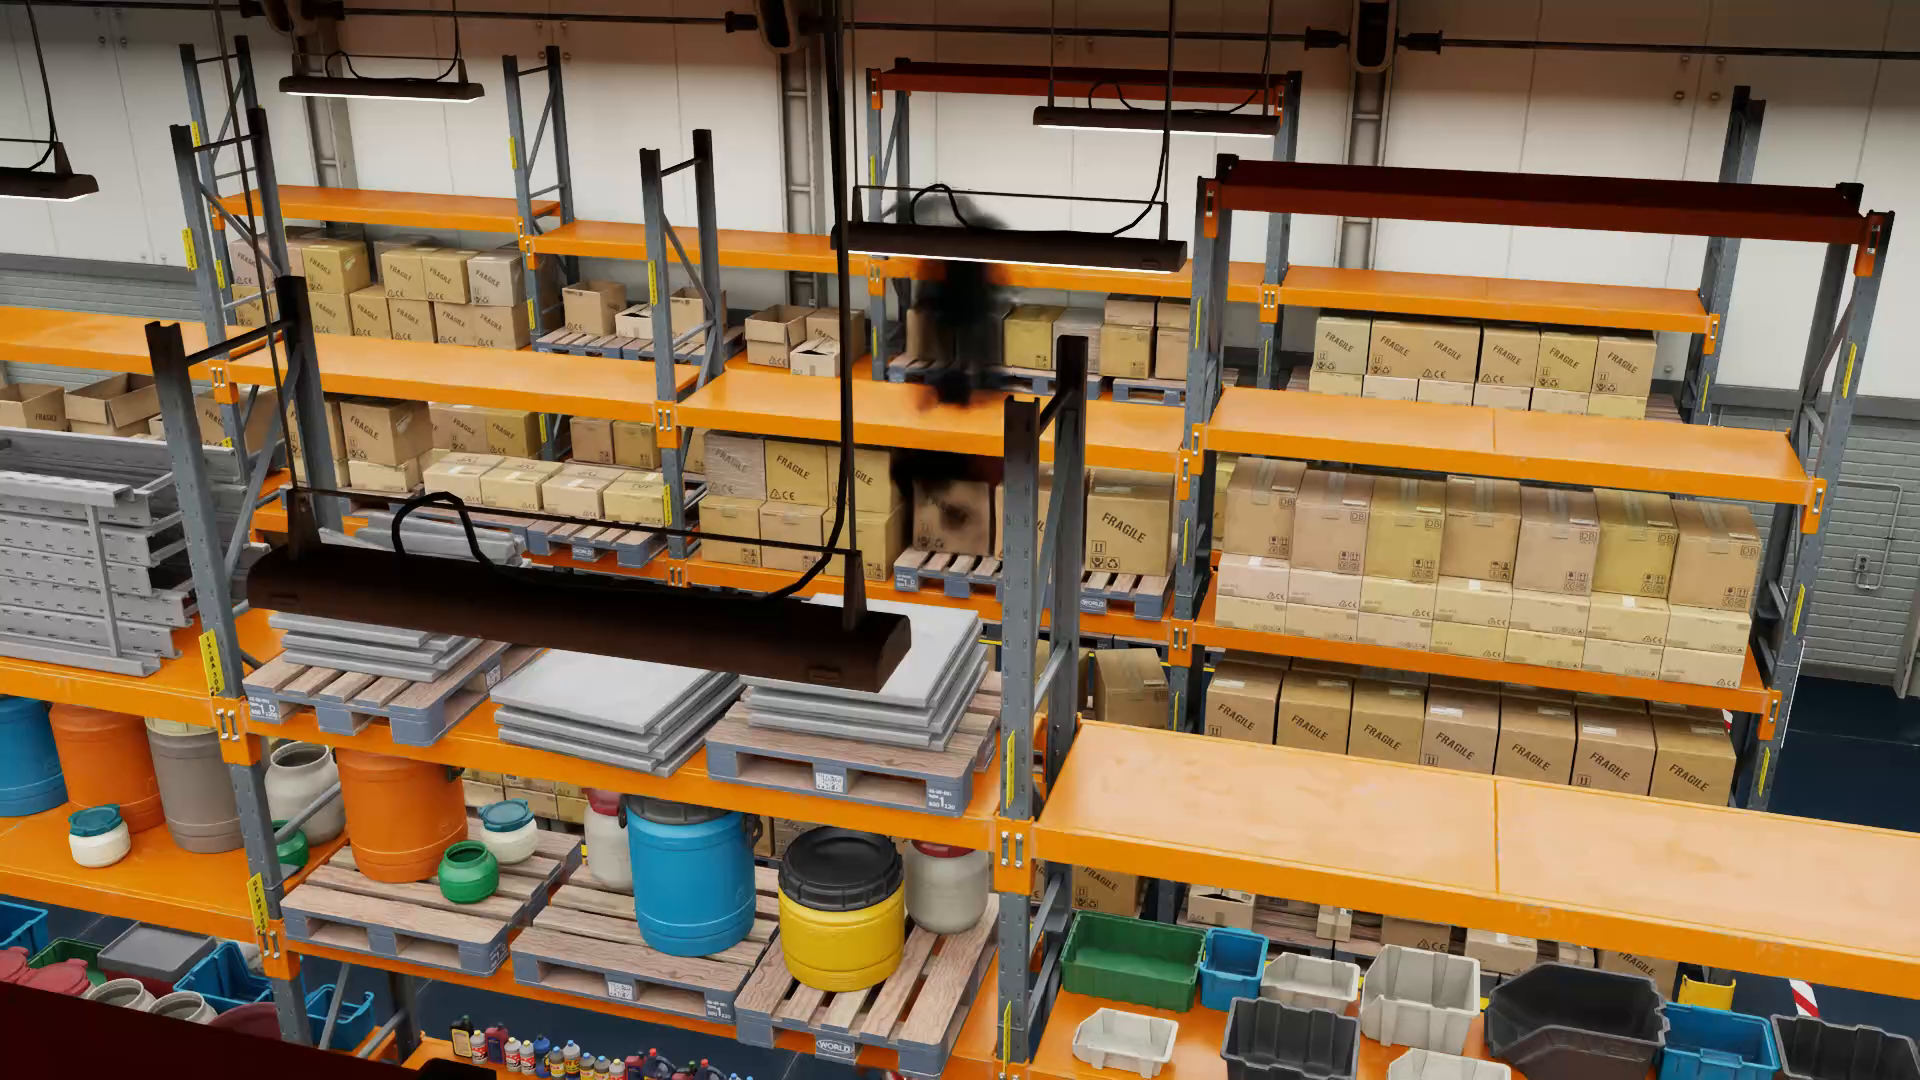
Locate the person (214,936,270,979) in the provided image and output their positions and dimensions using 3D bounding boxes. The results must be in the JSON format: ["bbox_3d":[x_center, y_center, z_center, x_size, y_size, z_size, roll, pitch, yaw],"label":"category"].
[{"bbox_3d":[-5.027,2.878,11.604,0.718,1.767,0.885,18,29,37],"label":"person"}]

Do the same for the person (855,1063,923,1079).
[{"bbox_3d":[-0.295,3.400,10.281,0.682,1.780,0.716,19,29,39],"label":"person"}]
